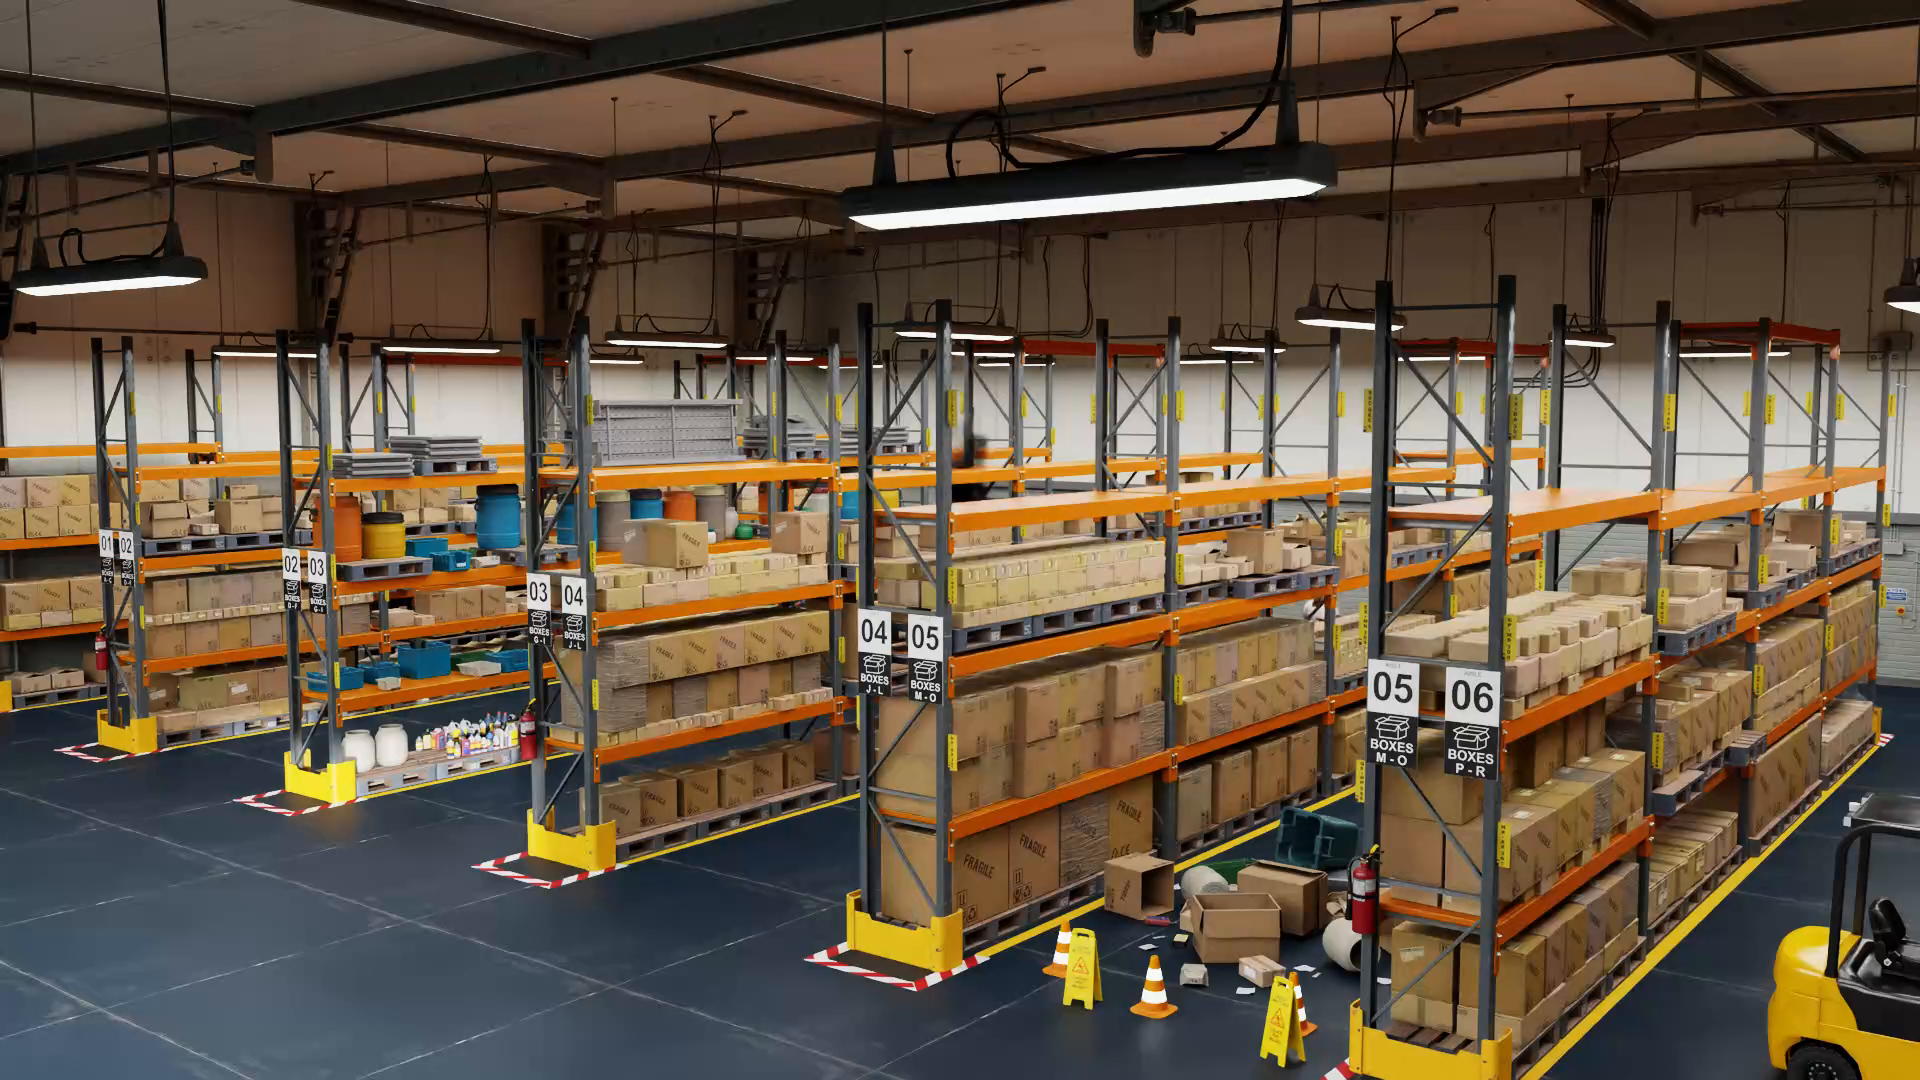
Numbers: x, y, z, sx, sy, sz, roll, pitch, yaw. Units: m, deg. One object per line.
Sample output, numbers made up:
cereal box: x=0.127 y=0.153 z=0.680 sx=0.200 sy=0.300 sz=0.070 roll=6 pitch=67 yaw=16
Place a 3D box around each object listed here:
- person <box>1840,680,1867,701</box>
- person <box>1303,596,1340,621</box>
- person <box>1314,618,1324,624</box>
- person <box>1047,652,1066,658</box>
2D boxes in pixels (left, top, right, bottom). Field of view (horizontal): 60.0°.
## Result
person: x=13.976 y=2.042 z=26.081 sx=0.722 sy=1.779 sz=0.665 roll=-4 pitch=6 yaw=-38
person: x=6.474 y=1.703 z=29.847 sx=0.725 sy=1.757 sz=0.853 roll=4 pitch=6 yaw=37
person: x=5.712 y=2.049 z=26.314 sx=0.600 sy=1.613 sz=0.749 roll=5 pitch=7 yaw=44
person: x=1.213 y=2.115 z=22.632 sx=0.587 sy=1.732 sz=0.606 roll=3 pitch=6 yaw=32
